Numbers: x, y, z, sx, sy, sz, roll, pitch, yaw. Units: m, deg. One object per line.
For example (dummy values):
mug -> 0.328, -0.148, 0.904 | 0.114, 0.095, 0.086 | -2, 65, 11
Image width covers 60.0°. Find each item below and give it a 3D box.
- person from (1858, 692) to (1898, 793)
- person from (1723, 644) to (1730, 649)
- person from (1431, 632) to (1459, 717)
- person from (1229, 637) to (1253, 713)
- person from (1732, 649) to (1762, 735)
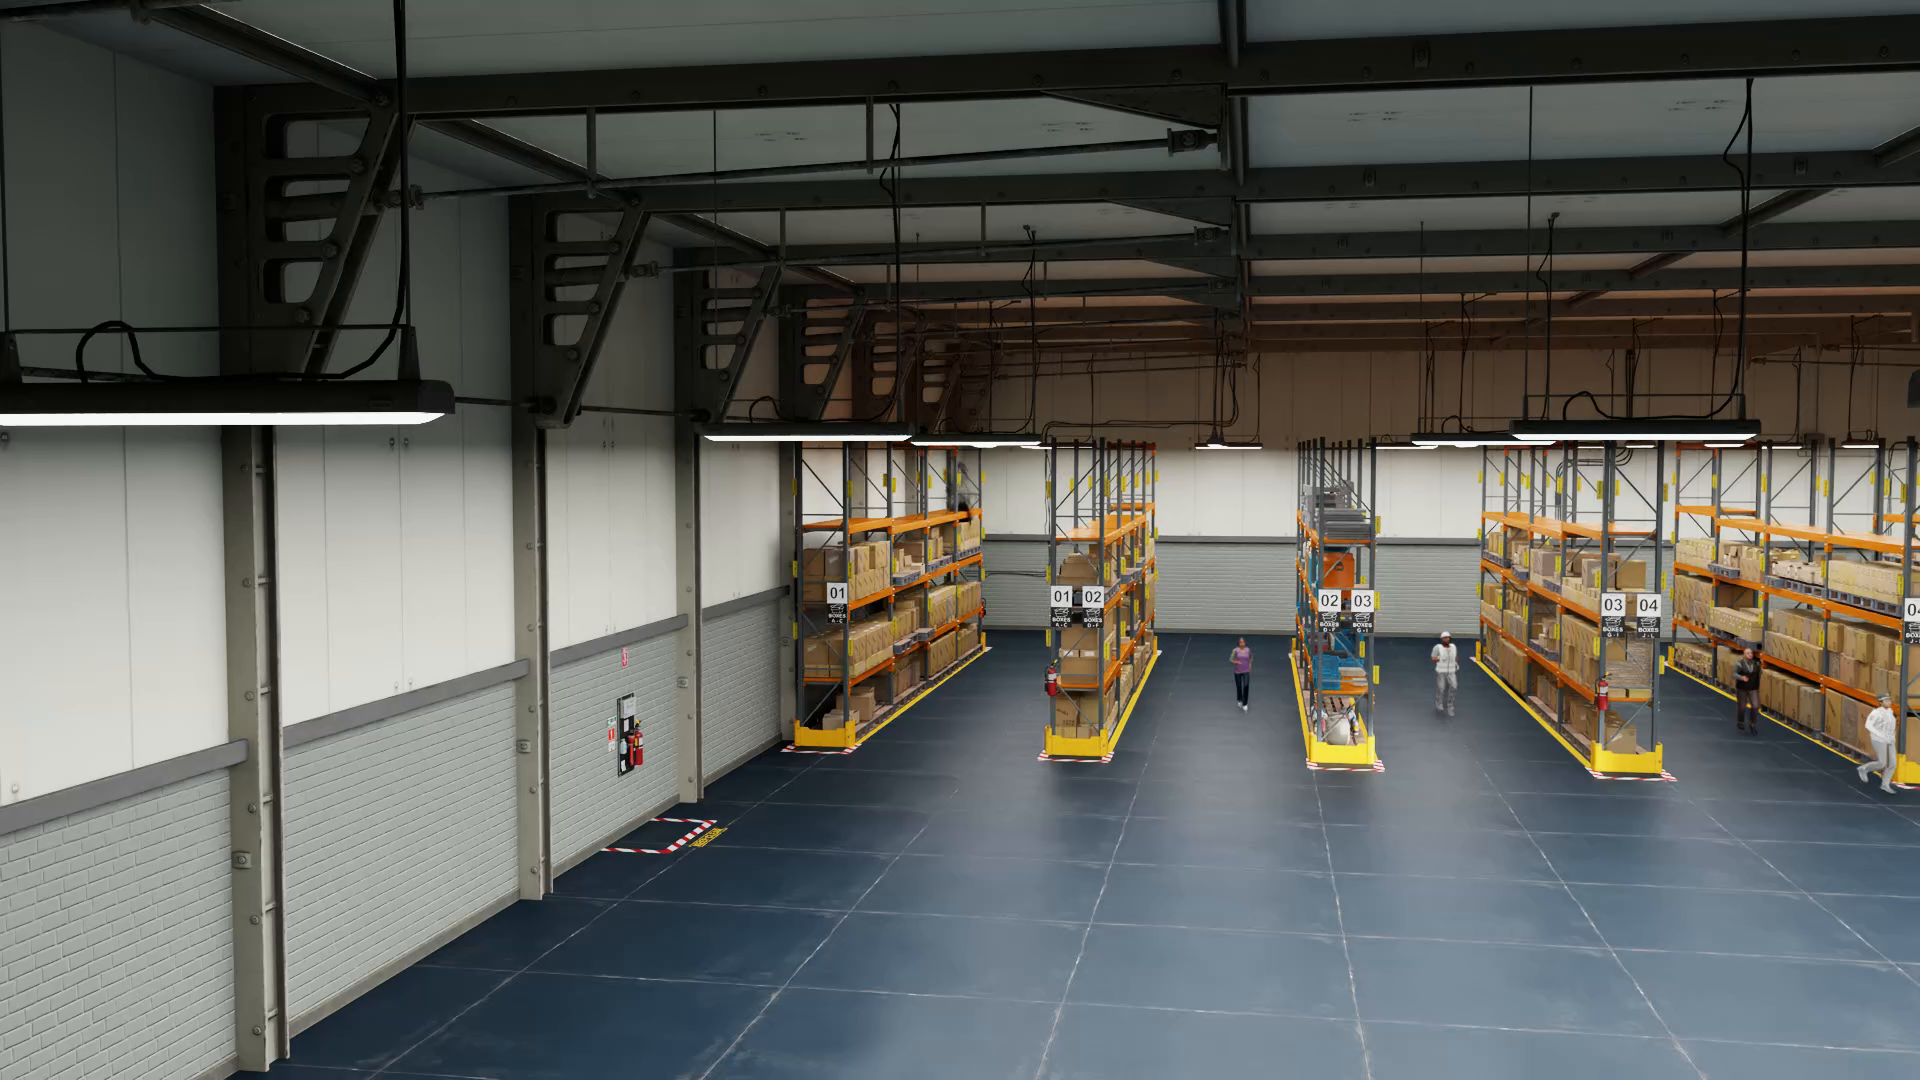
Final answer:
person -> 15.583, 3.409, 28.184 | 0.635, 1.699, 0.652 | -1, 3, -22
person -> 21.166, 2.433, 45.434 | 0.902, 1.798, 0.675 | 1, 3, 11
person -> 10.587, 2.915, 36.222 | 0.656, 1.840, 0.729 | 0, 3, 0
person -> 6.228, 2.964, 36.820 | 0.528, 1.633, 0.732 | 0, 3, 7
person -> 16.014, 3.079, 33.831 | 0.604, 1.758, 0.803 | 1, 3, 16
